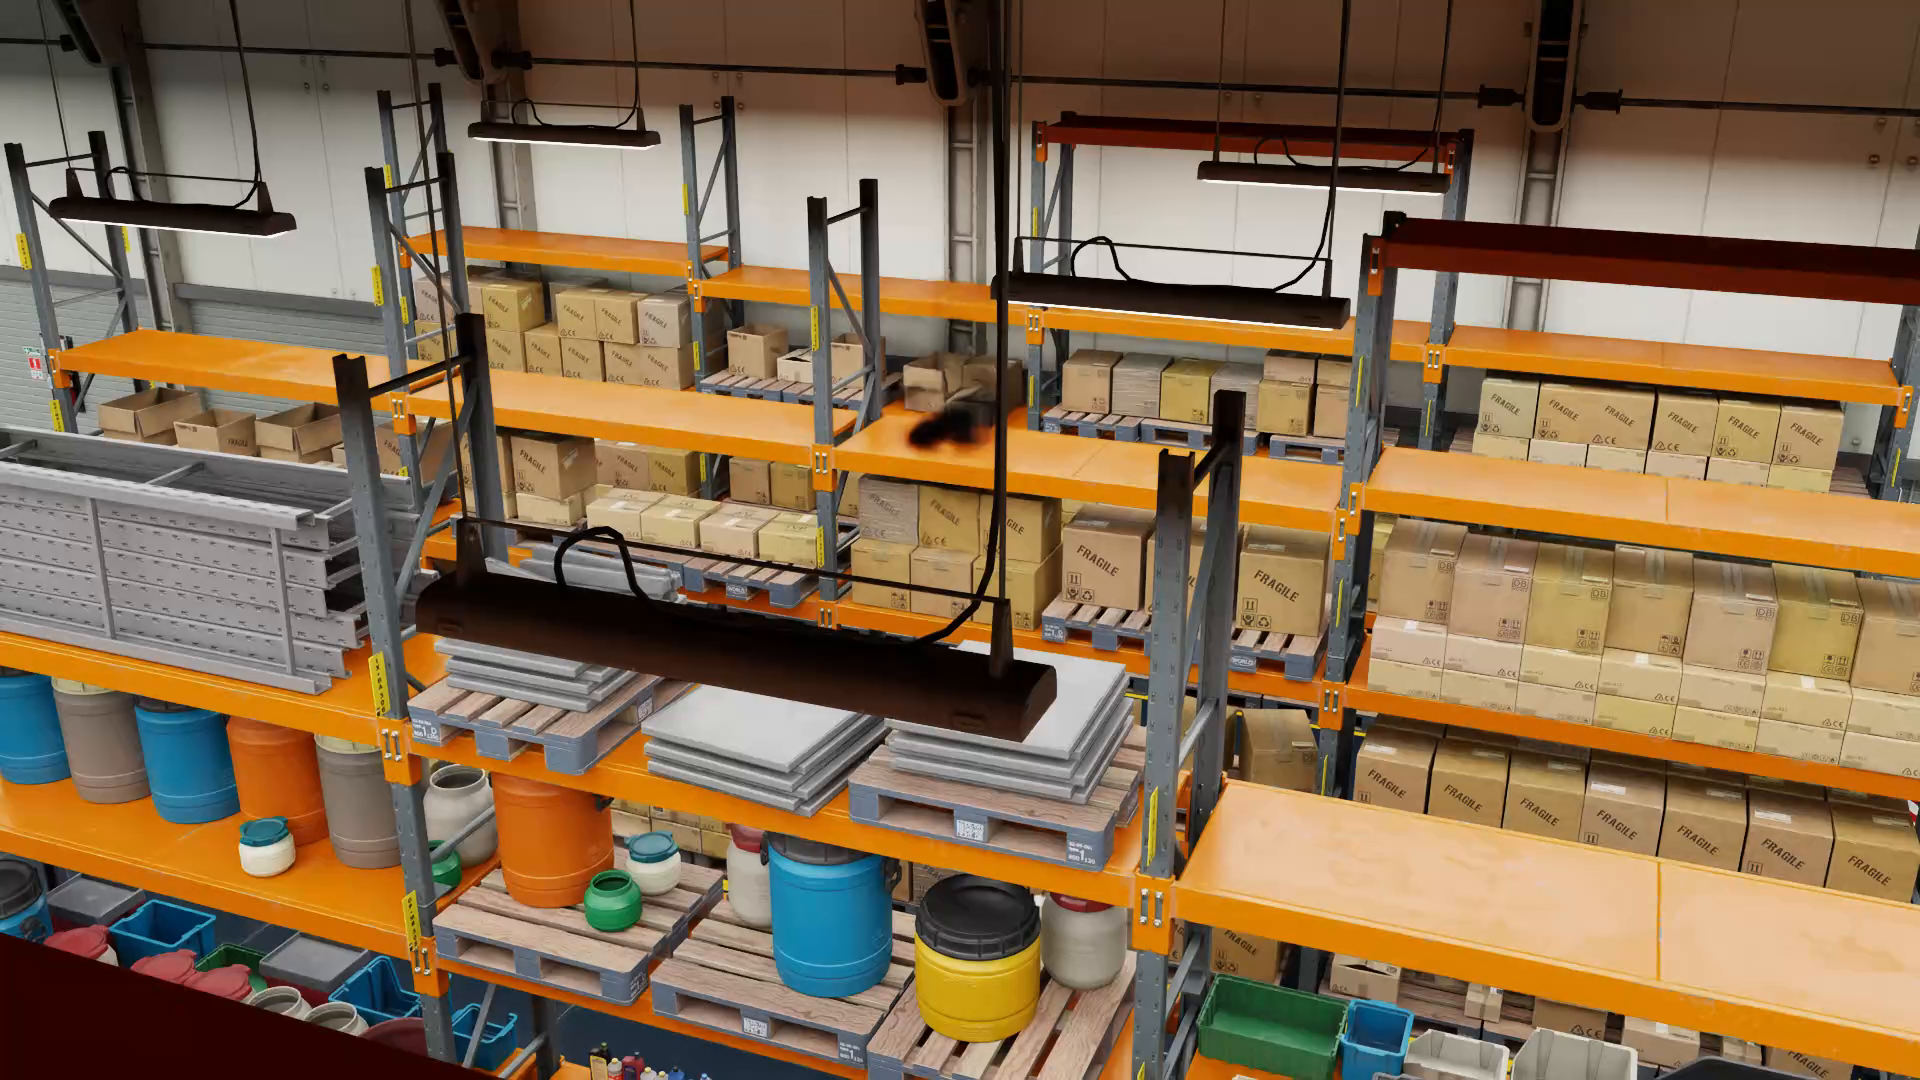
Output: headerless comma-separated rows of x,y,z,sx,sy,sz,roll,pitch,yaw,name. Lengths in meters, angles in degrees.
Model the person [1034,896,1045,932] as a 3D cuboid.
0.578,3.221,11.346,0.937,1.815,0.654,4,21,11,person
